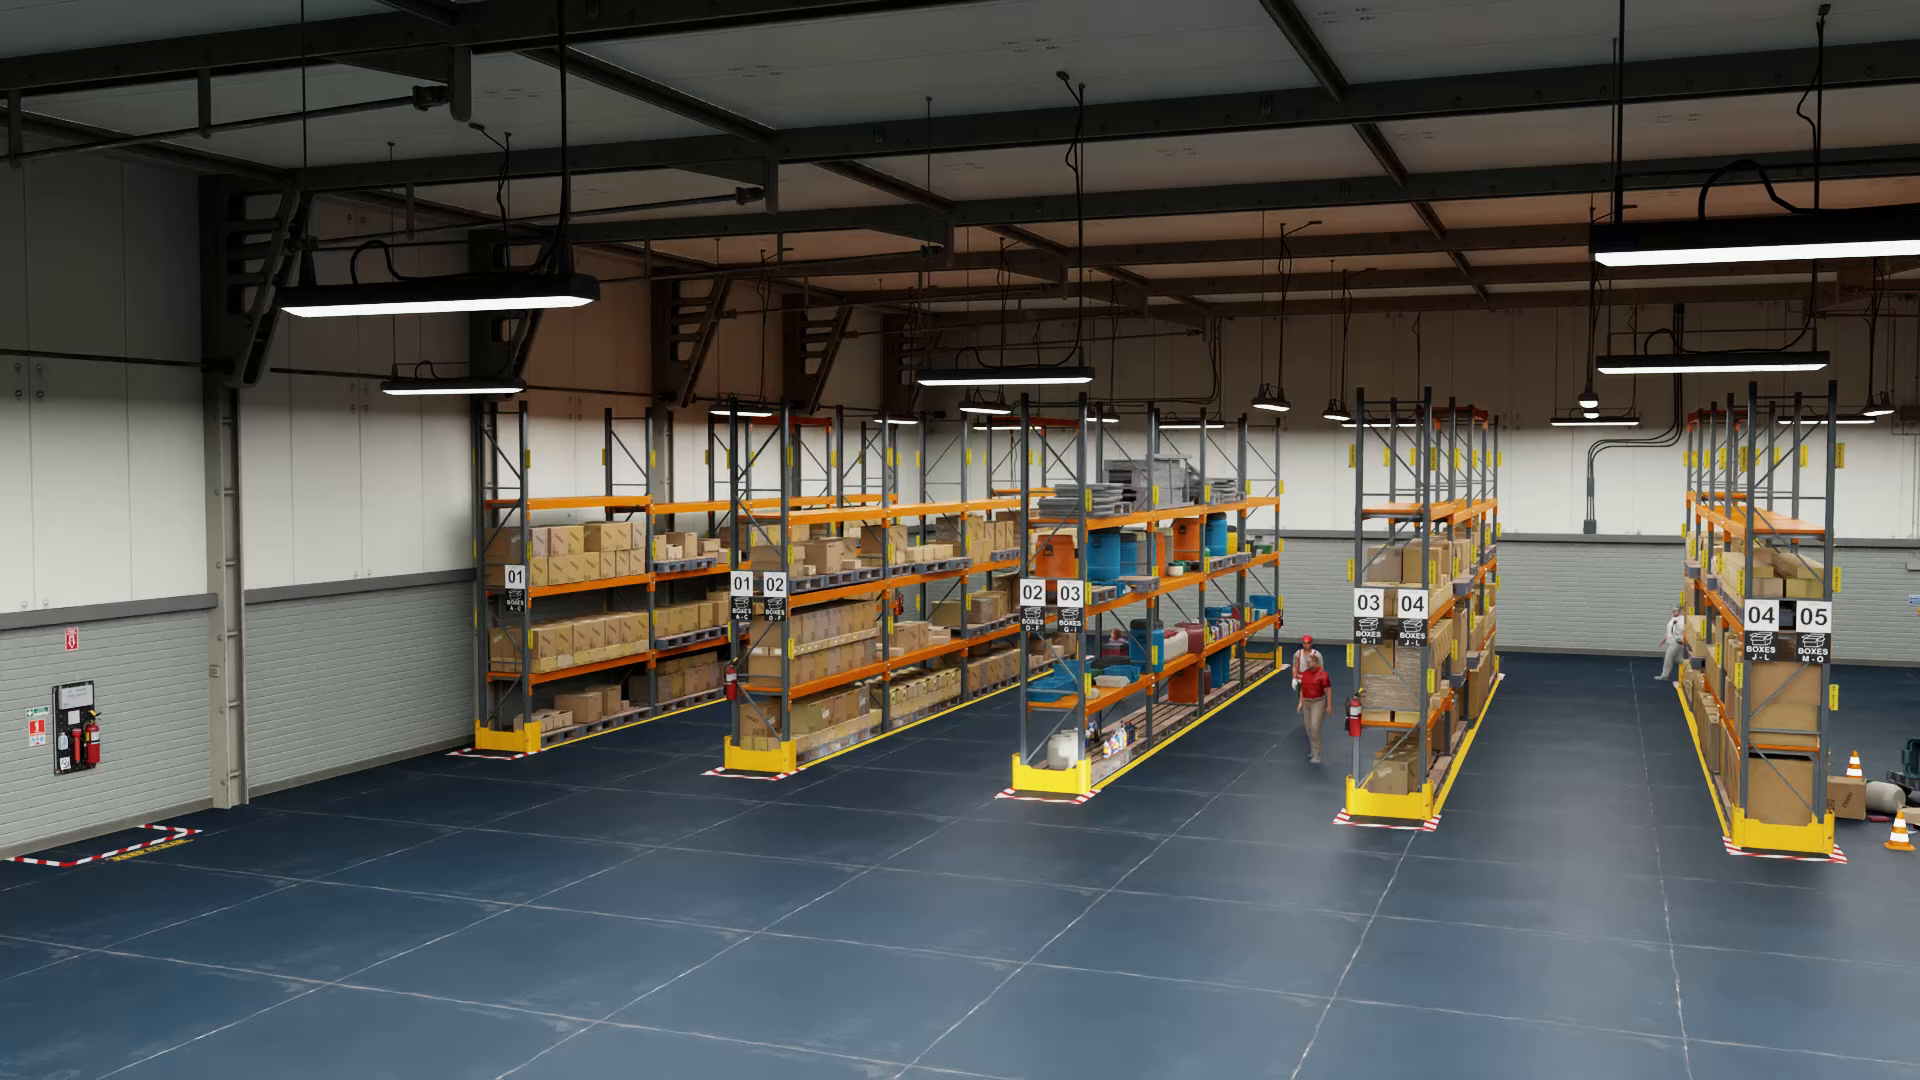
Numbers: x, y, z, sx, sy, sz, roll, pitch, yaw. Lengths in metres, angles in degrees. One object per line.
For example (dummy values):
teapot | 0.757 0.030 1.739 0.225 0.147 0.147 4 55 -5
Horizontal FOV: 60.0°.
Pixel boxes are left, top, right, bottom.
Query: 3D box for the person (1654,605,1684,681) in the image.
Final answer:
person | 16.126 2.307 37.462 1.004 1.721 0.551 0 3 1

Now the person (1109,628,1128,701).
person | 3.293 2.561 34.204 0.590 1.517 0.795 2 3 31

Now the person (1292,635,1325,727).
person | 6.376 2.613 30.513 0.587 1.742 0.926 1 3 28

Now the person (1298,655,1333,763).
person | 5.871 2.801 27.772 0.614 1.752 0.634 -2 3 -36
